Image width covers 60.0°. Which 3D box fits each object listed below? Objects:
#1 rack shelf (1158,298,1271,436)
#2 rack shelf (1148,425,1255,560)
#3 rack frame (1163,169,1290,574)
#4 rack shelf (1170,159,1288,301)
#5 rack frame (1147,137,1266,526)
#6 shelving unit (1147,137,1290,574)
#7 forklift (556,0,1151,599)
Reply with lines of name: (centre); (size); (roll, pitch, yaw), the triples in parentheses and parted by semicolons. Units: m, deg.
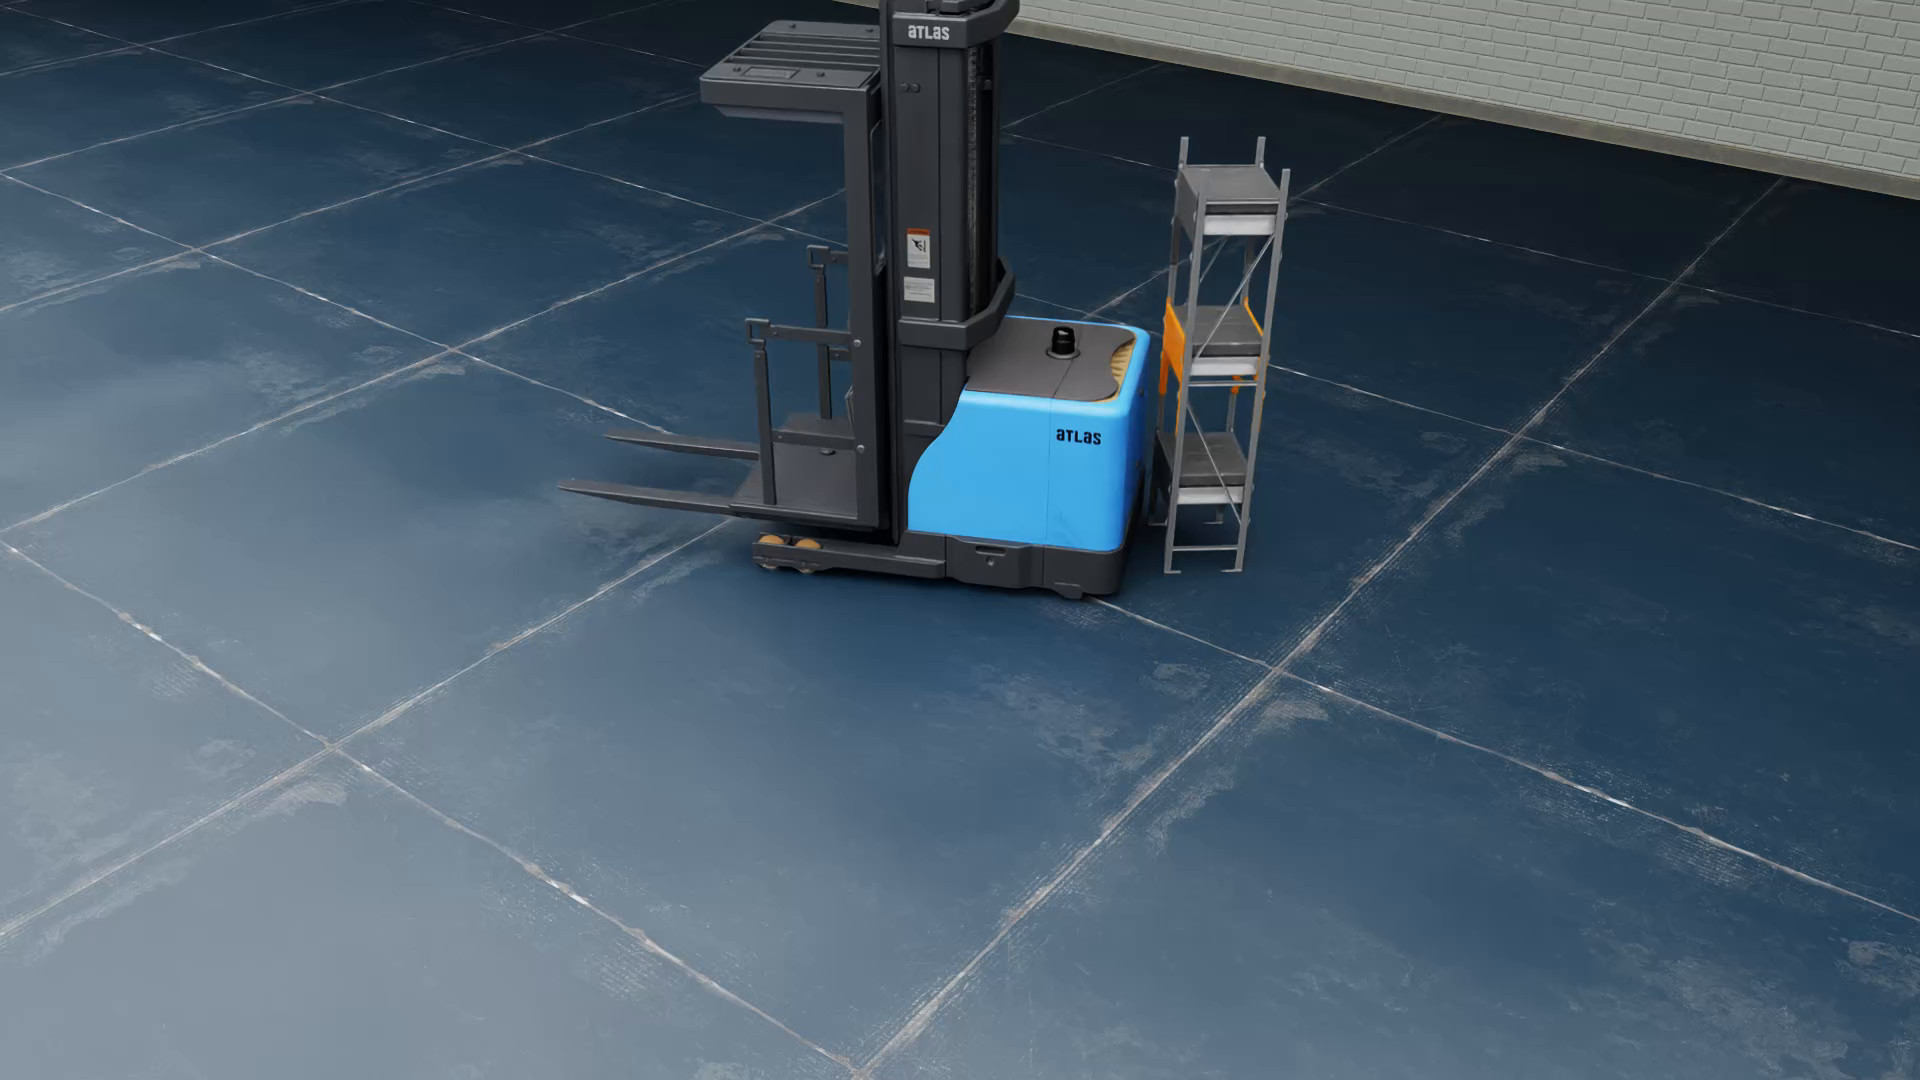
rack shelf: (1.236, -0.853, 8.145); (0.431, 0.518, 0.480); (-1, 30, -4)
rack shelf: (1.223, -0.248, 8.497); (0.431, 0.518, 0.480); (-1, 30, -4)
rack frame: (1.253, -0.741, 7.928); (0.400, 2.100, 0.015); (-1, 30, -4)
rack shelf: (1.249, -1.457, 7.792); (0.431, 0.518, 0.480); (-1, 30, -4)
rack frame: (1.219, -0.987, 8.348); (0.400, 2.100, 0.015); (-1, 30, -4)
shelving unit: (1.236, -0.864, 8.138); (0.431, 2.100, 0.503); (-1, 30, -4)
forklift: (-0.586, -1.349, 8.152); (3.031, 2.935, 1.130); (7, 31, 11)
